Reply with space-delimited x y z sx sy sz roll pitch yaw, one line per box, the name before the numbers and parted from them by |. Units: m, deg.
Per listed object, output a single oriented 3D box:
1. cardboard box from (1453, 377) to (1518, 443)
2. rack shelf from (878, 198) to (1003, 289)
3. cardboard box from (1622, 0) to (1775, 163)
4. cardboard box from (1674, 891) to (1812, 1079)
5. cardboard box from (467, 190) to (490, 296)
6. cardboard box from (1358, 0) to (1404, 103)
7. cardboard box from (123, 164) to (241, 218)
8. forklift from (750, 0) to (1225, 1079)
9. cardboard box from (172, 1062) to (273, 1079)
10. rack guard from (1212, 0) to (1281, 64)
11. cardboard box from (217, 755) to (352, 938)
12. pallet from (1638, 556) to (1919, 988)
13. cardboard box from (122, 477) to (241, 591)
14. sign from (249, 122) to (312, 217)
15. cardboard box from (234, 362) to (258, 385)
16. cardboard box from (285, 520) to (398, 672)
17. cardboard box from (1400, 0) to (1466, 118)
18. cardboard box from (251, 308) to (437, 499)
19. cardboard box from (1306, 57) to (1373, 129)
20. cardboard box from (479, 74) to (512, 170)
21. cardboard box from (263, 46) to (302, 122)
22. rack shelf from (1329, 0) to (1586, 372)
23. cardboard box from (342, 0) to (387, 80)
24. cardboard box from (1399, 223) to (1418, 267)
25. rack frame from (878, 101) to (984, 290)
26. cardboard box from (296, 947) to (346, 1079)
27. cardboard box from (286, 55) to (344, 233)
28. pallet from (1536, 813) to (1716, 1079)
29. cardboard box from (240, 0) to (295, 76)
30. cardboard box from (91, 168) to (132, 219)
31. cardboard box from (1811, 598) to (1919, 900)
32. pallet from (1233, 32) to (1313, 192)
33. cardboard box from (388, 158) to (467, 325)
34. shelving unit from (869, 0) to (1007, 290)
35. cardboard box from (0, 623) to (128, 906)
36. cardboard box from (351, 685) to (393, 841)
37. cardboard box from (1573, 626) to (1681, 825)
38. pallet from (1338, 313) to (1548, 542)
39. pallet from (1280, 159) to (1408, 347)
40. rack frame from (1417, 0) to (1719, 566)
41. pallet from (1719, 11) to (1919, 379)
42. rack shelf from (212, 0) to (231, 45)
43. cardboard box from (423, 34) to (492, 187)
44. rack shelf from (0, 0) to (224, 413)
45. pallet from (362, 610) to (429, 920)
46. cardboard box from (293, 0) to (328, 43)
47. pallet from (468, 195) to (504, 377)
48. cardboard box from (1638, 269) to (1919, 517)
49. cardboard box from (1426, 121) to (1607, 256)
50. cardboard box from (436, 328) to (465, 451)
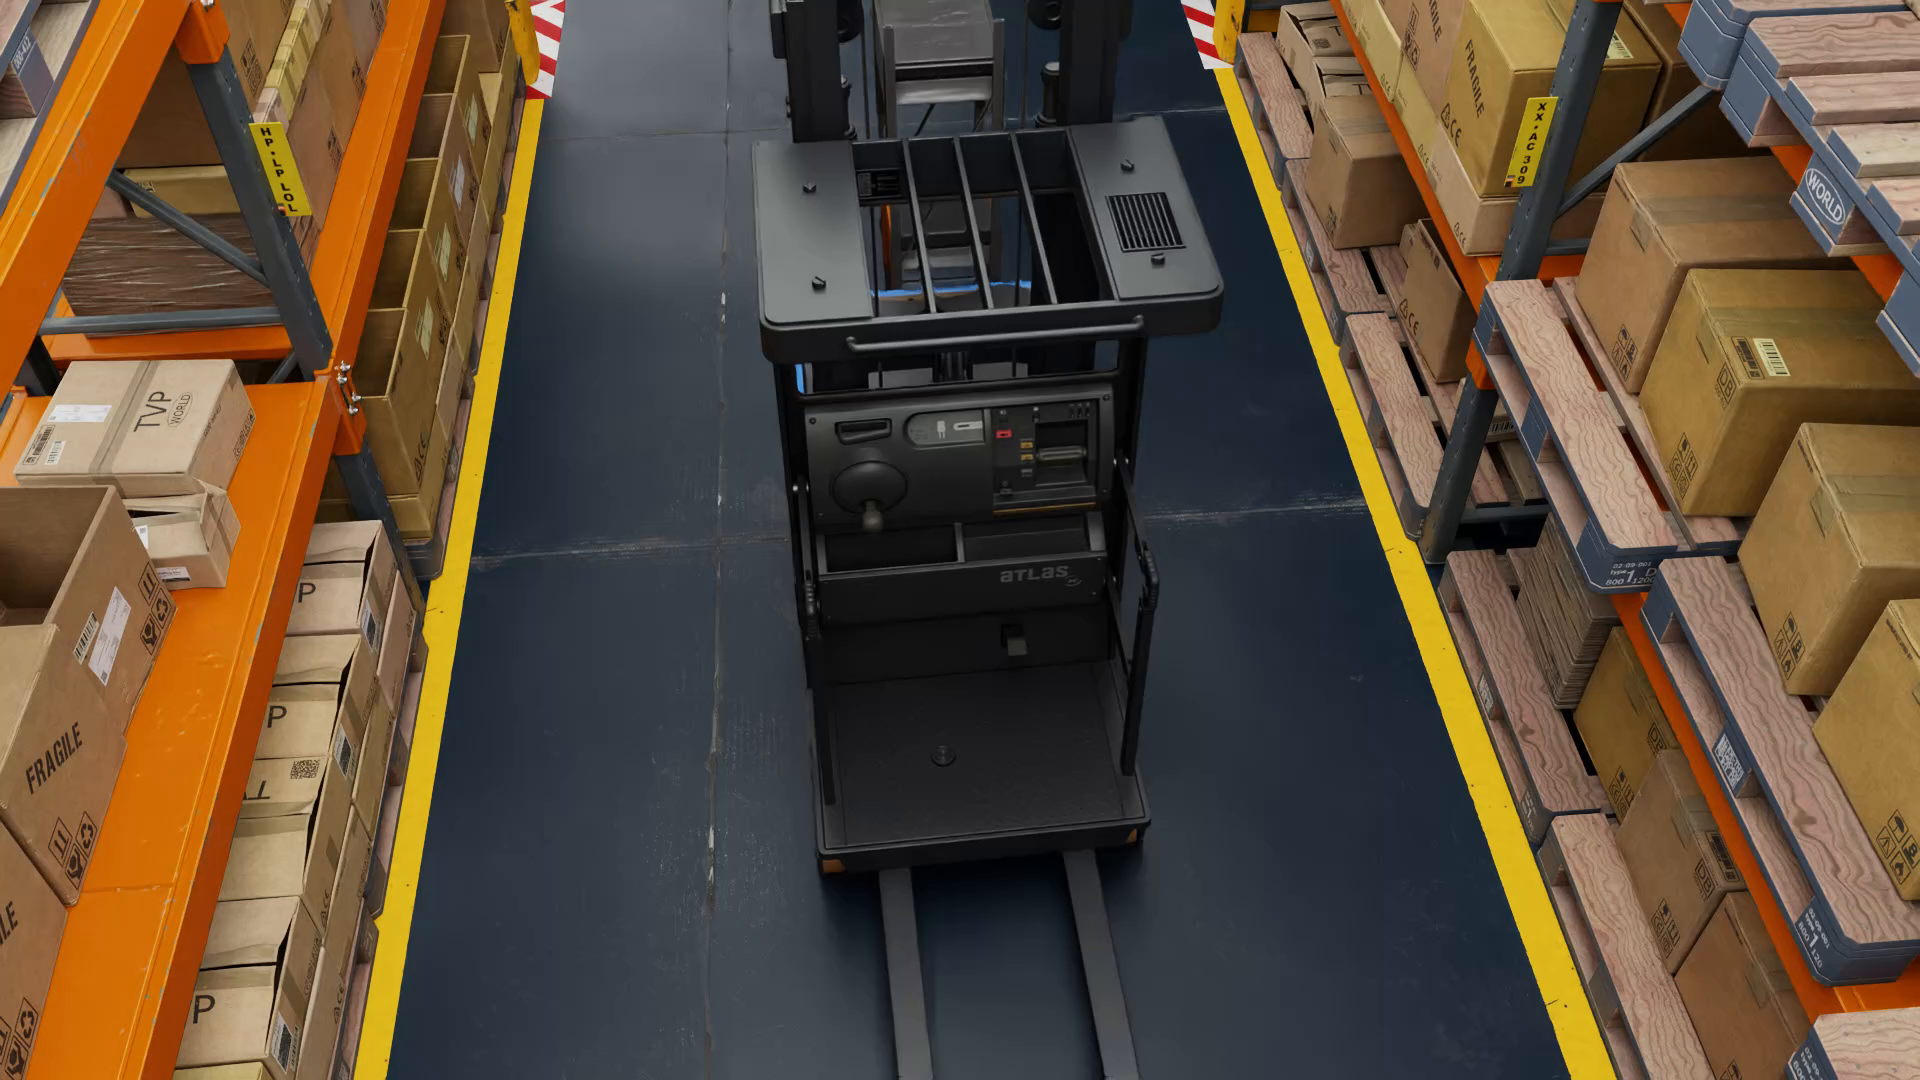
cardboard box | 2.281 -0.564 6.867 0.380 0.166 0.250 -9 47 -8
rack shelf | -0.082 -1.144 6.406 0.431 0.518 0.480 -5 47 -5
cardboard box | 2.524 -1.568 5.742 0.500 0.500 0.500 -4 47 -4
cardboard box | 2.581 1.345 4.829 0.700 0.500 0.500 -4 47 -4
cardboard box | -2.439 -1.337 7.555 0.500 0.250 0.500 -3 47 -3
cardboard box | 1.923 -2.006 6.673 0.500 0.250 0.500 -4 47 -4
cardboard box | -2.410 -1.162 5.269 0.380 0.149 0.250 -4 47 -3
forklift | 0.032 -0.147 4.871 1.130 2.935 3.031 -5 47 -5
cardboard box | -2.090 1.658 4.332 0.500 0.311 0.500 -5 47 -4
rack guard | 2.027 -2.982 9.230 1.175 0.500 0.348 -3 47 -3
cardboard box | -2.172 0.923 5.028 0.500 0.311 0.500 -4 47 -3
pallet | 2.484 0.528 4.316 1.003 0.211 1.213 -3 47 -3
cardboard box | -2.324 -0.027 4.802 0.396 0.266 0.258 -5 47 -4
sign | -2.041 -1.109 4.992 0.100 0.325 0.005 -3 47 -3
cardboard box | -2.867 -0.840 6.567 0.500 0.500 0.500 -3 47 -3
cardboard box | -2.261 0.185 5.727 0.500 0.311 0.500 -3 47 -3
cardboard box | 1.960 -1.899 6.056 0.500 0.500 0.500 -4 47 -4
cardboard box | -2.307 -0.510 6.255 0.500 0.500 0.500 -3 47 -3
cardboard box | 2.036 -2.204 8.321 0.500 0.311 0.500 0 47 0
cardboard box | -2.522 -2.060 8.240 0.500 0.250 0.500 -3 47 -3
cardboard box | -2.455 -1.530 5.618 0.380 0.149 0.250 -5 47 -4
rack shelf | 2.188 -2.202 7.265 1.077 0.370 4.000 -3 47 -3
cardboard box | -2.757 -2.168 6.669 0.700 0.500 0.500 -2 47 -2
cardboard box | 2.241 -1.332 7.606 0.380 0.149 0.250 -7 47 -6
rack frame | -0.110 -1.329 6.562 0.400 2.100 0.015 -5 47 -5
cardboard box | -2.132 1.490 4.878 0.500 0.250 0.500 -3 47 -2
cardboard box | -2.675 -1.435 5.974 0.700 0.500 0.500 -4 47 -4
pallet | 2.527 1.405 5.274 1.003 0.211 1.213 -3 47 -3
cardboard box | -2.668 -1.865 5.488 0.700 0.500 0.500 -4 47 -3
cardboard box | -2.817 -1.140 5.248 0.380 0.149 0.250 -4 47 -3
cardboard box | 2.514 0.467 3.870 0.700 0.500 0.500 -3 47 -3
pallet | 2.060 -2.292 8.776 1.003 0.211 1.213 -3 47 -3
cardboard box | -2.391 -1.233 6.940 0.500 0.500 0.500 -3 47 -3
shelving unit | -0.082 -1.153 6.396 0.431 2.100 0.503 -5 47 -5
cardboard box | -2.447 0.567 4.078 0.500 0.500 0.500 -3 47 -3
cardboard box | -2.216 0.751 5.577 0.500 0.250 0.500 -4 47 -4
cardboard box | 2.527 0.608 5.526 0.700 0.500 0.500 -4 47 -4
pallet | 2.264 -0.527 7.104 1.003 0.211 1.213 -3 47 -3
pallet | 2.159 -1.412 7.942 1.003 0.211 1.213 -3 47 -3
rack frame | 2.355 -1.002 5.633 1.000 3.000 0.127 -3 47 -3
pallet | 2.391 -0.766 3.473 1.213 0.211 1.003 -3 47 -3
rack shelf | -2.748 -2.929 5.888 1.077 0.370 4.000 -3 47 -3
cardboard box | -2.476 -1.957 7.625 0.500 0.500 0.500 -3 47 -3
rack shelf | -2.413 -0.035 3.147 1.077 0.370 4.000 -3 47 -3
pallet | -2.480 0.791 5.855 1.003 0.211 1.213 -3 47 -3
cardboard box | -2.497 -1.901 5.969 0.380 0.149 0.250 -5 47 -5
pallet | -2.711 -1.202 7.743 1.003 0.211 1.213 -3 47 -3
cardboard box | 2.404 -0.413 4.703 0.700 0.500 0.500 1 47 1
cardboard box | 2.014 -1.282 5.987 0.500 0.250 0.500 -3 47 -3
cardboard box | -2.354 -0.613 6.869 0.500 0.250 0.500 -3 47 -3
